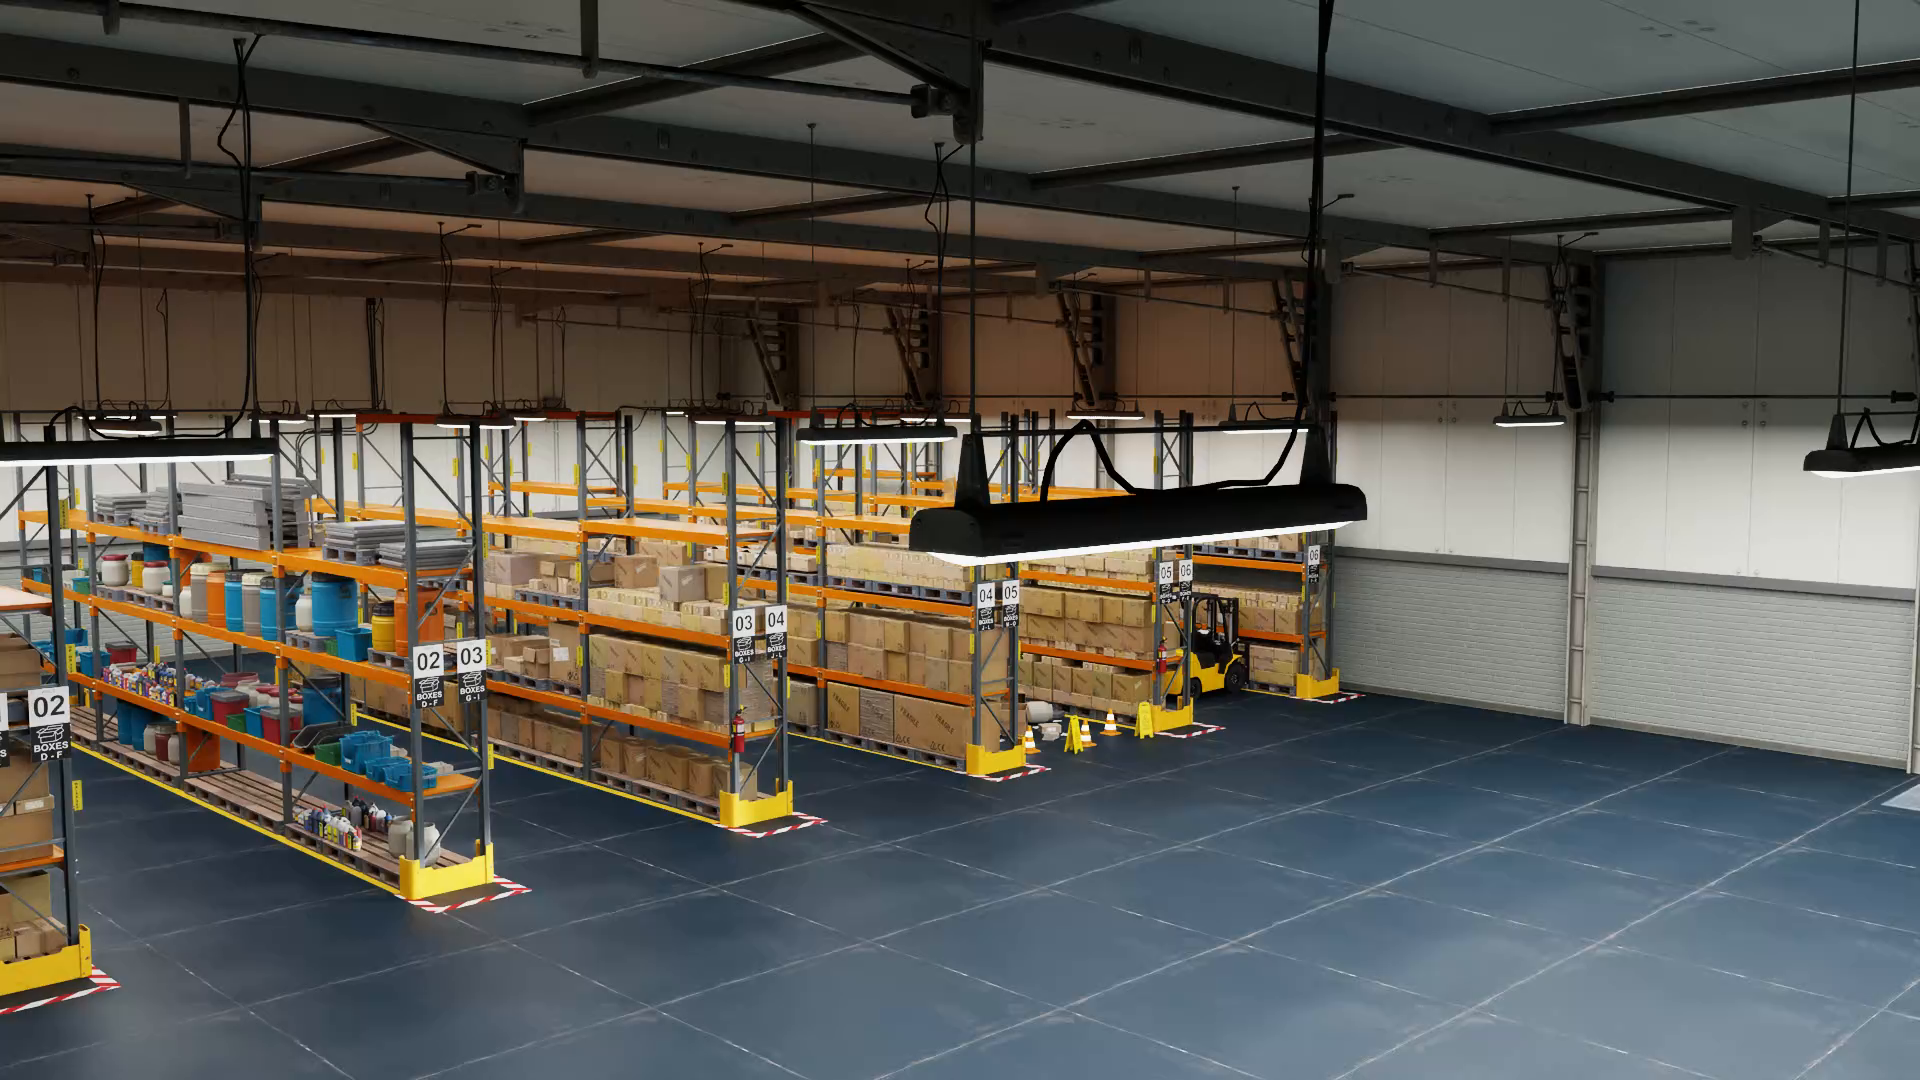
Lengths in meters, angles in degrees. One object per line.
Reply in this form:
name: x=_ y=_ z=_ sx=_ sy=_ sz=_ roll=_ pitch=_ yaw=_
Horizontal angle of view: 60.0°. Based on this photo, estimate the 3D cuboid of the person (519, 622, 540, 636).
person: x=-10.696 y=1.939 z=41.110 sx=0.641 sy=1.659 sz=0.889 roll=4 pitch=6 yaw=37

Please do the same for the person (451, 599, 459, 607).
person: x=-11.548 y=2.210 z=37.911 sx=0.686 sy=1.771 sz=0.831 roll=-2 pitch=5 yaw=-22
